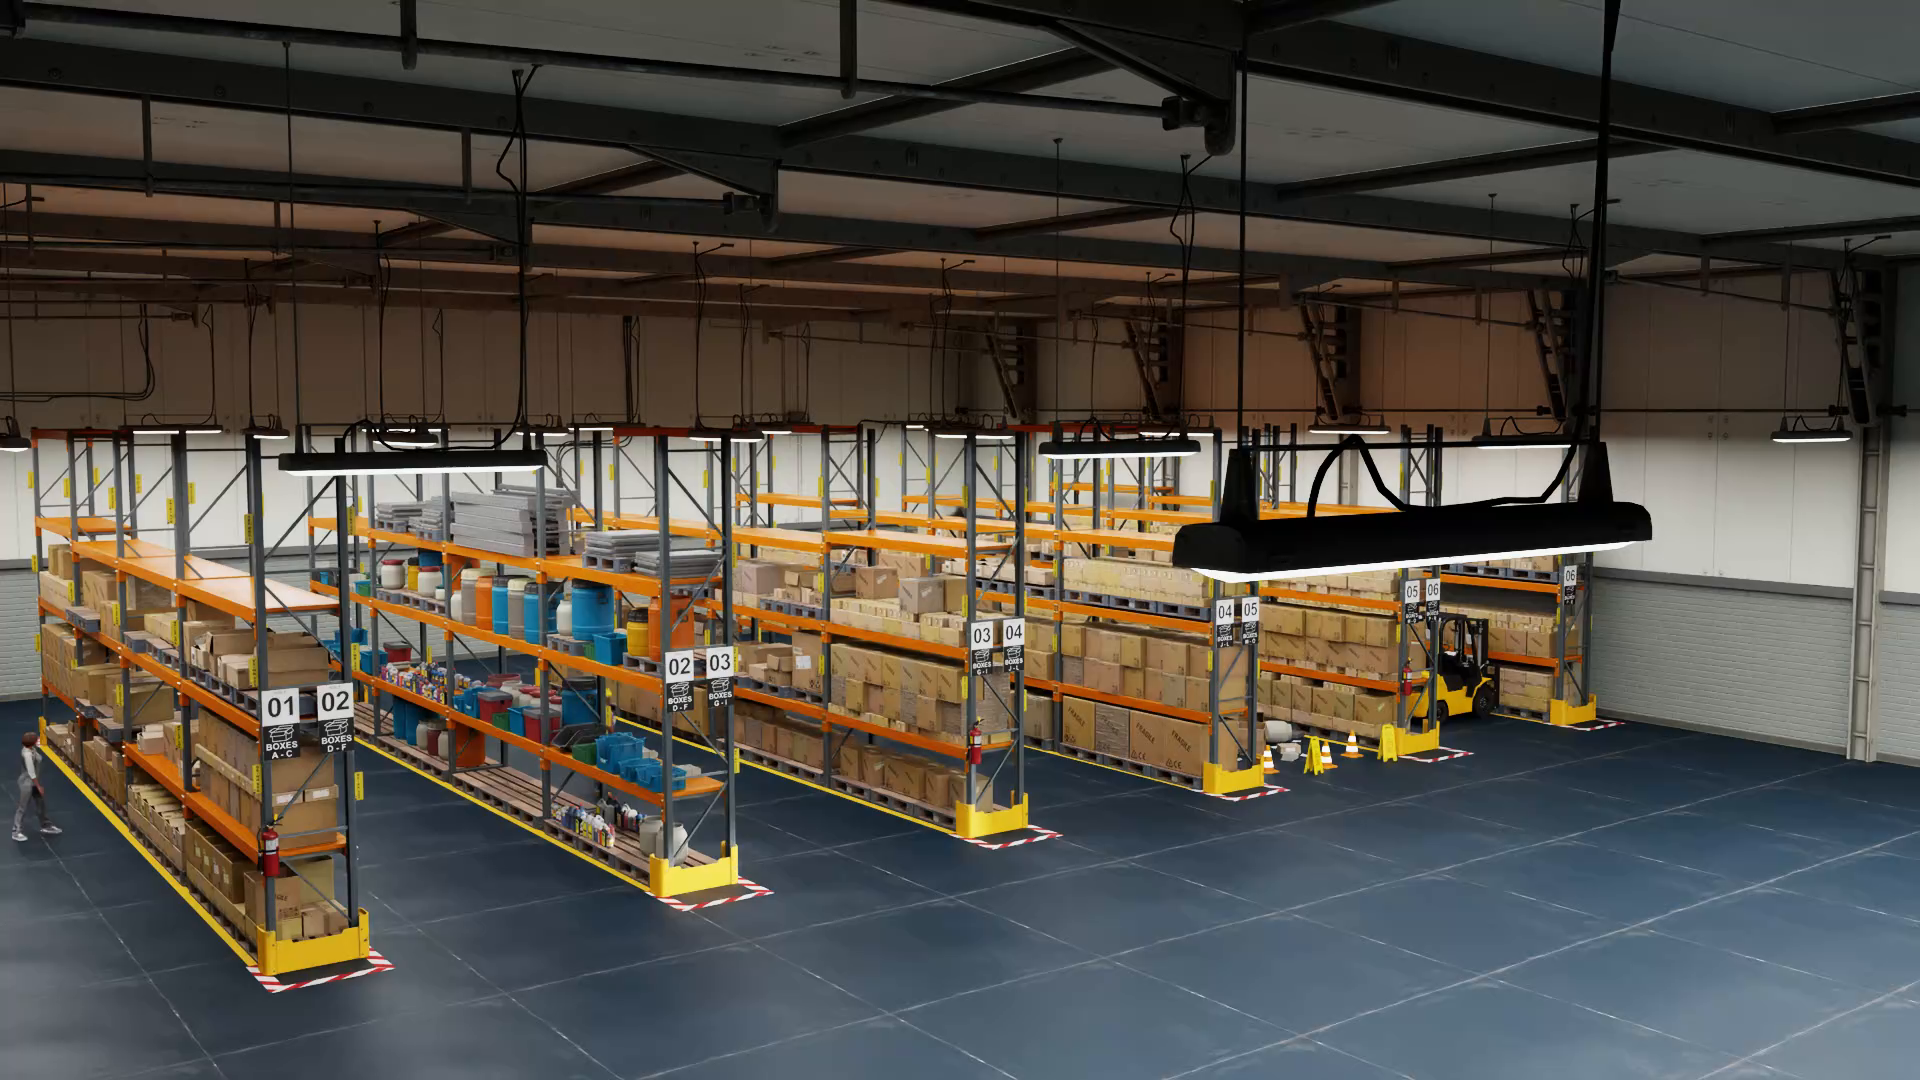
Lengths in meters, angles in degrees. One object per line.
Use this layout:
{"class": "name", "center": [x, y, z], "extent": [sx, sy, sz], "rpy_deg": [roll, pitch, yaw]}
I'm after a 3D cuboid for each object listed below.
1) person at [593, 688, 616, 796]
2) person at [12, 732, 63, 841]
{"class": "person", "center": [-5.859, 3.322, 27.357], "extent": [0.453, 1.815, 0.667], "rpy_deg": [-2, 5, -27]}
{"class": "person", "center": [-13.681, 3.609, 24.561], "extent": [0.578, 1.599, 0.557], "rpy_deg": [-1, 5, -12]}
